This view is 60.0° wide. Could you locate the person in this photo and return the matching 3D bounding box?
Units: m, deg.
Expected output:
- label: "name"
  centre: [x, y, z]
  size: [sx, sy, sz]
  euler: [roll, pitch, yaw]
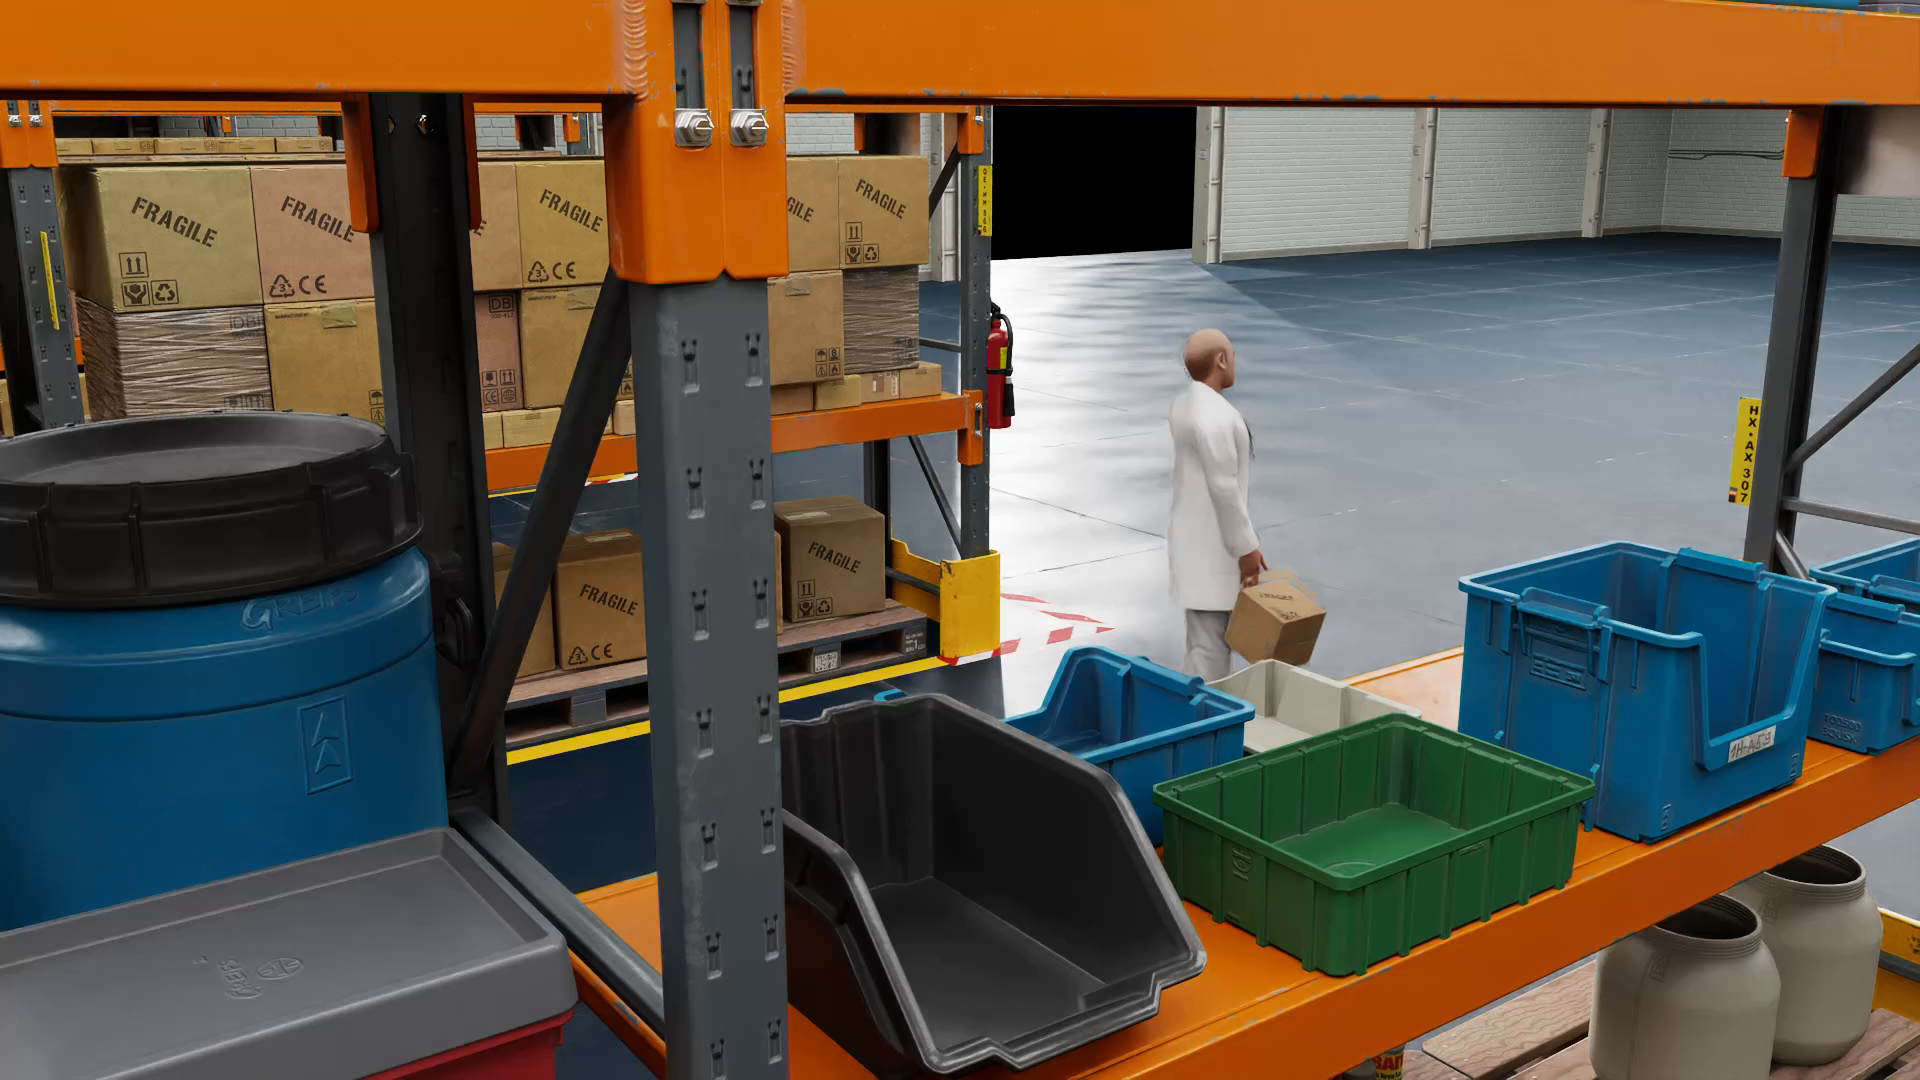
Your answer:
- label: "person"
  centre: [1.108, 0.038, 6.791]
  size: [0.500, 1.787, 0.624]
  euler: [-1, 14, -4]
